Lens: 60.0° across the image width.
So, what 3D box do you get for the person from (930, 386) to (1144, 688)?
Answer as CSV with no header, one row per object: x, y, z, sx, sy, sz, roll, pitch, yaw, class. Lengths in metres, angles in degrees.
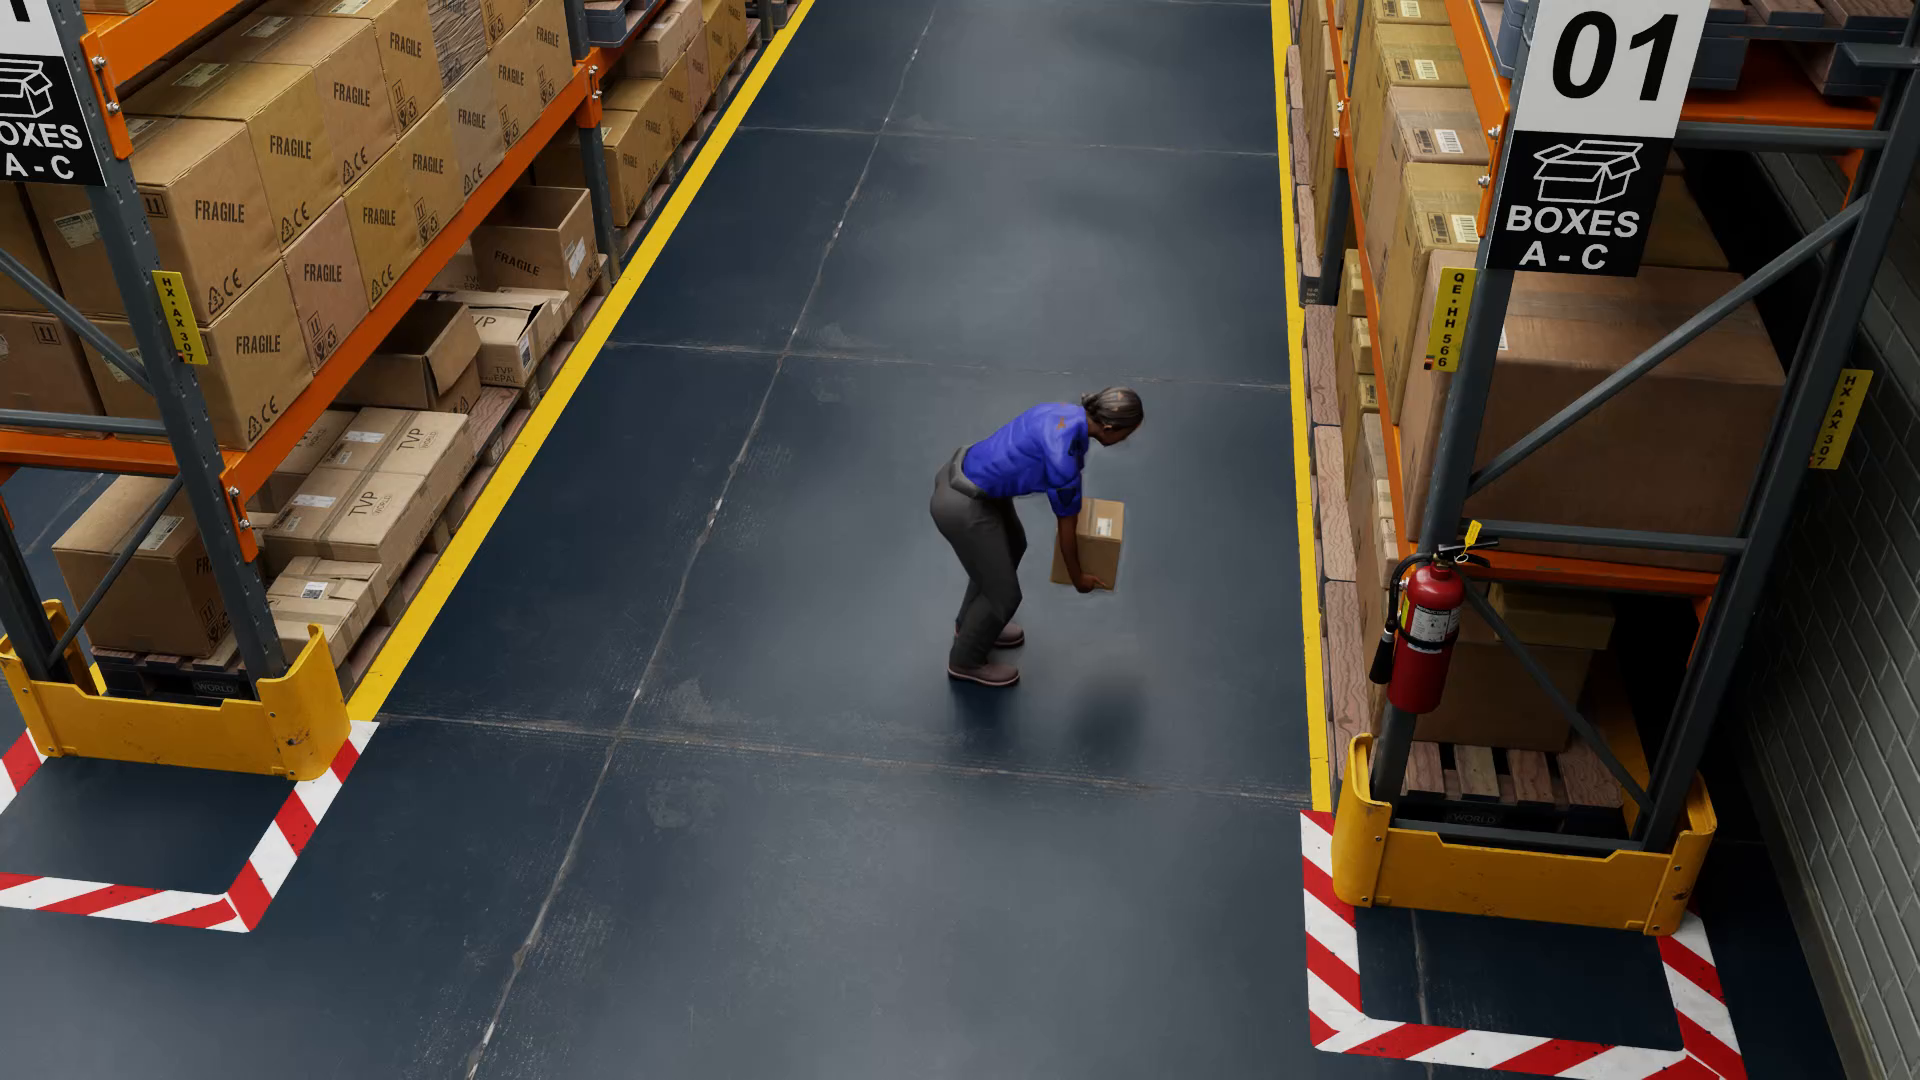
0.285,-0.031,6.489,0.788,1.316,0.418,3,36,5,person
